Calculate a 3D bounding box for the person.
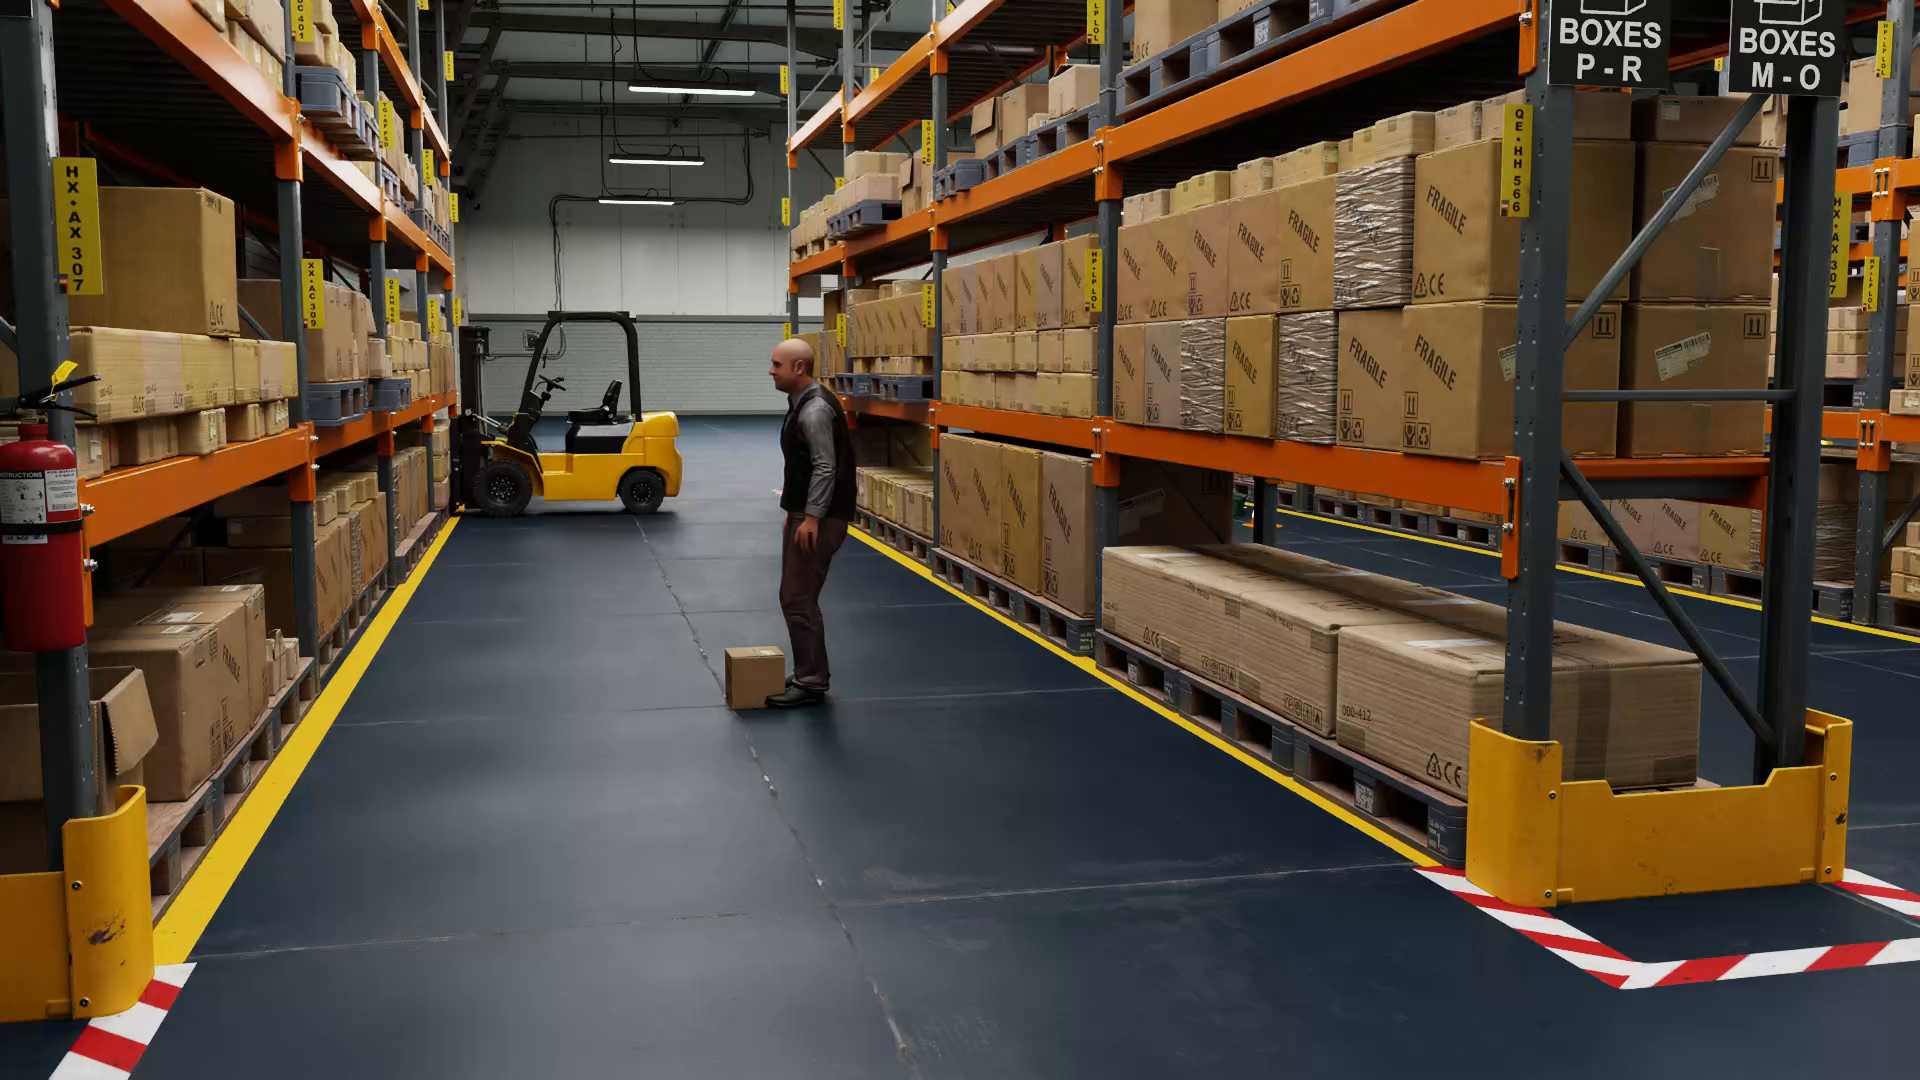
[{"bbox_3d":[-0.724,-0.088,7.883,0.467,1.720,0.579,-1,6,-14],"label":"person"}]
